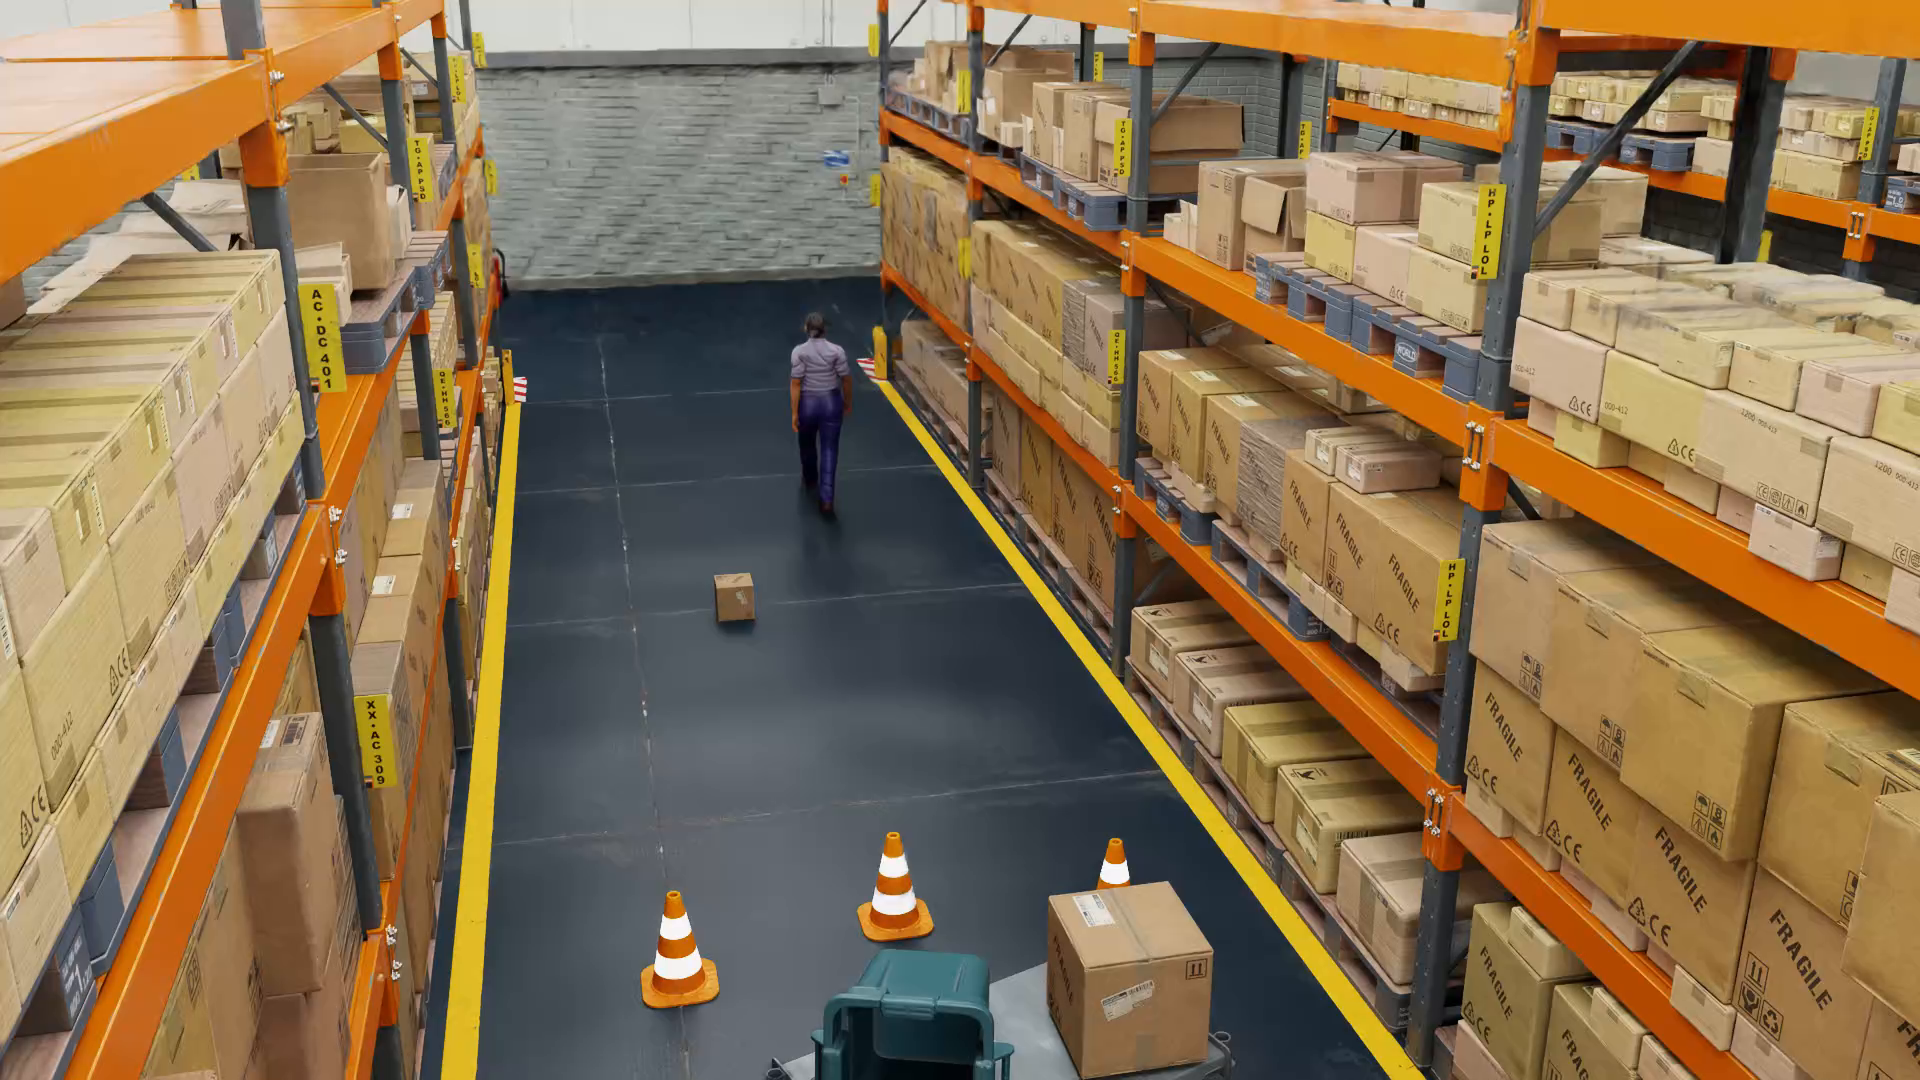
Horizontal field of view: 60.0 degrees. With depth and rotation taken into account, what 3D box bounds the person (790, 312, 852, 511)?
[{"bbox_3d":[-1.131,-1.100,13.647,0.496,1.566,1.030,-1,20,-3],"label":"person"}]
